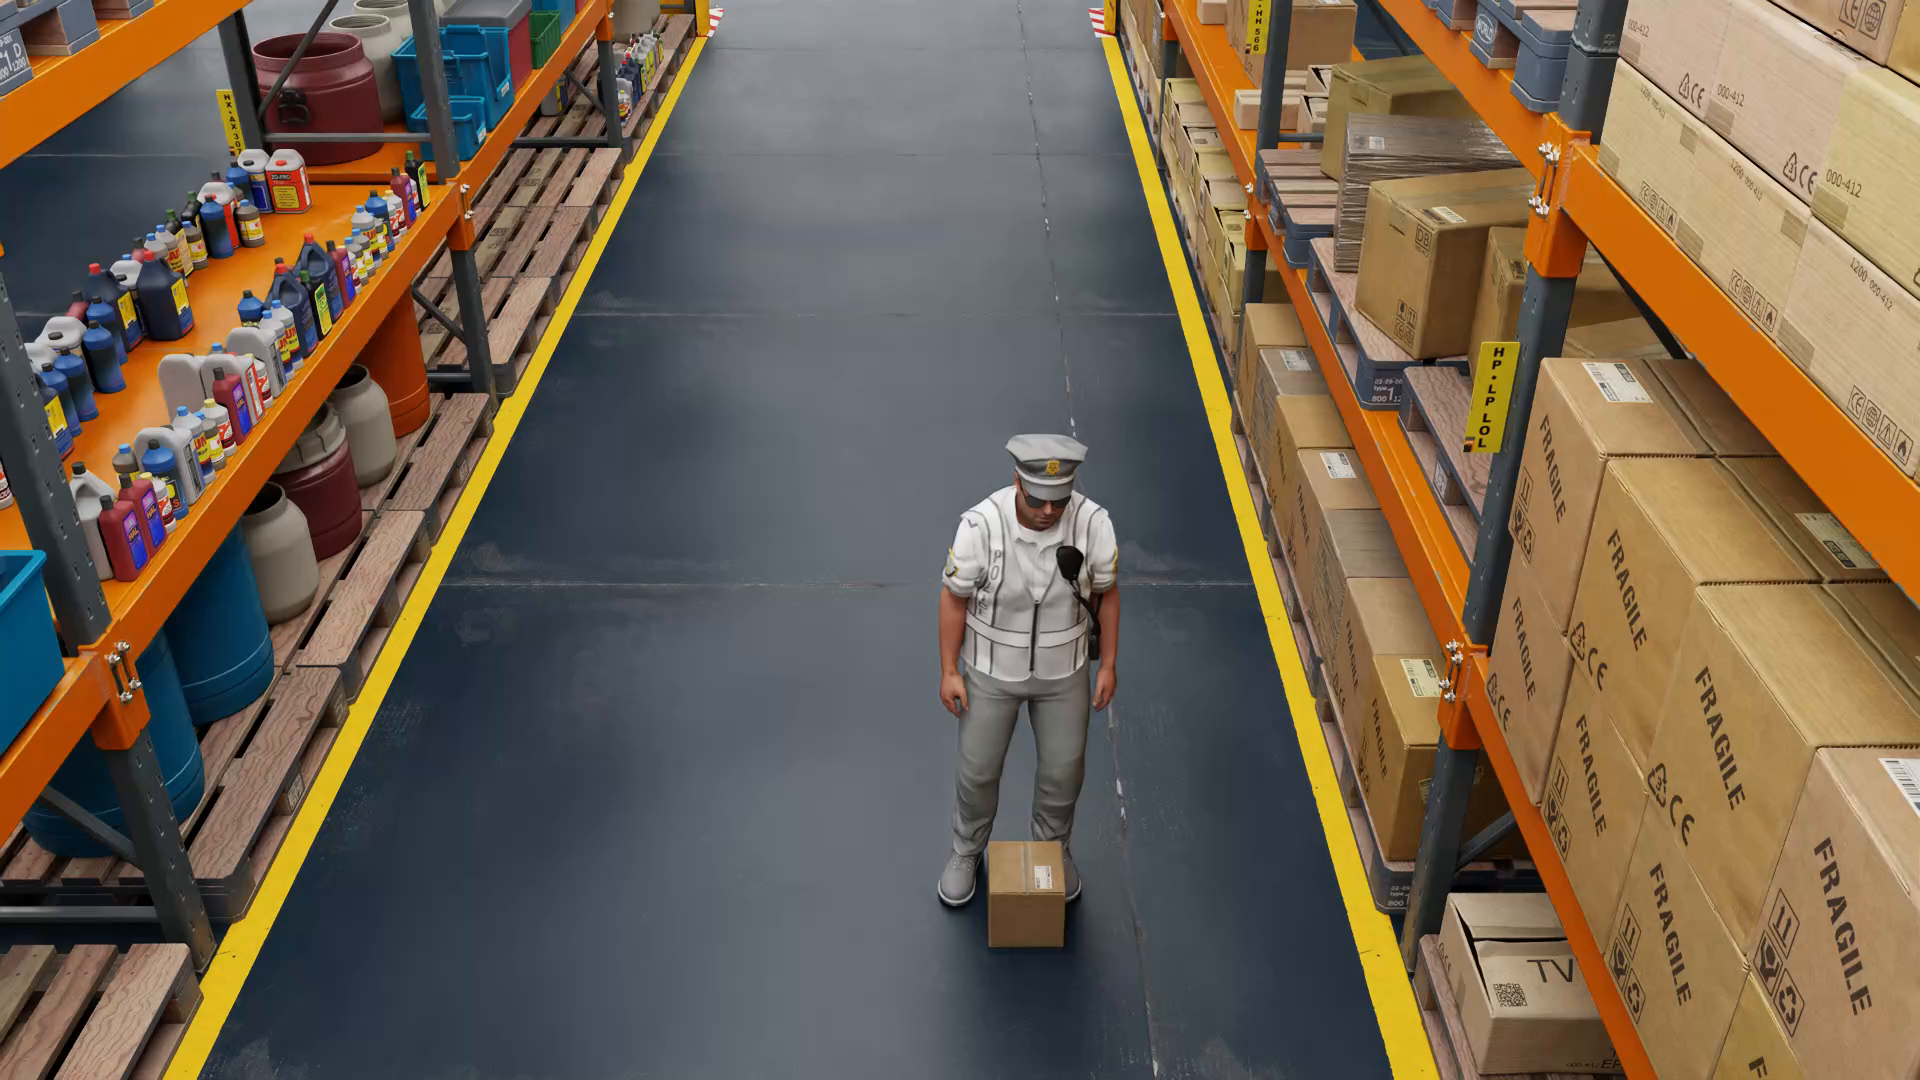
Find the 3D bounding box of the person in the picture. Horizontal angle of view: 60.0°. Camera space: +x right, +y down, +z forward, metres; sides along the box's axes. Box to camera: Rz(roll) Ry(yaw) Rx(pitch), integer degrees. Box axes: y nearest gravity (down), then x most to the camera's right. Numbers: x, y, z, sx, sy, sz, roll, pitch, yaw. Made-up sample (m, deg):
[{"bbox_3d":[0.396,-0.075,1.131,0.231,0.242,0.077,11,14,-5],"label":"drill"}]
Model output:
[{"bbox_3d":[0.218,0.409,5.455,0.606,1.748,0.435,-2,31,-3],"label":"person"}]
